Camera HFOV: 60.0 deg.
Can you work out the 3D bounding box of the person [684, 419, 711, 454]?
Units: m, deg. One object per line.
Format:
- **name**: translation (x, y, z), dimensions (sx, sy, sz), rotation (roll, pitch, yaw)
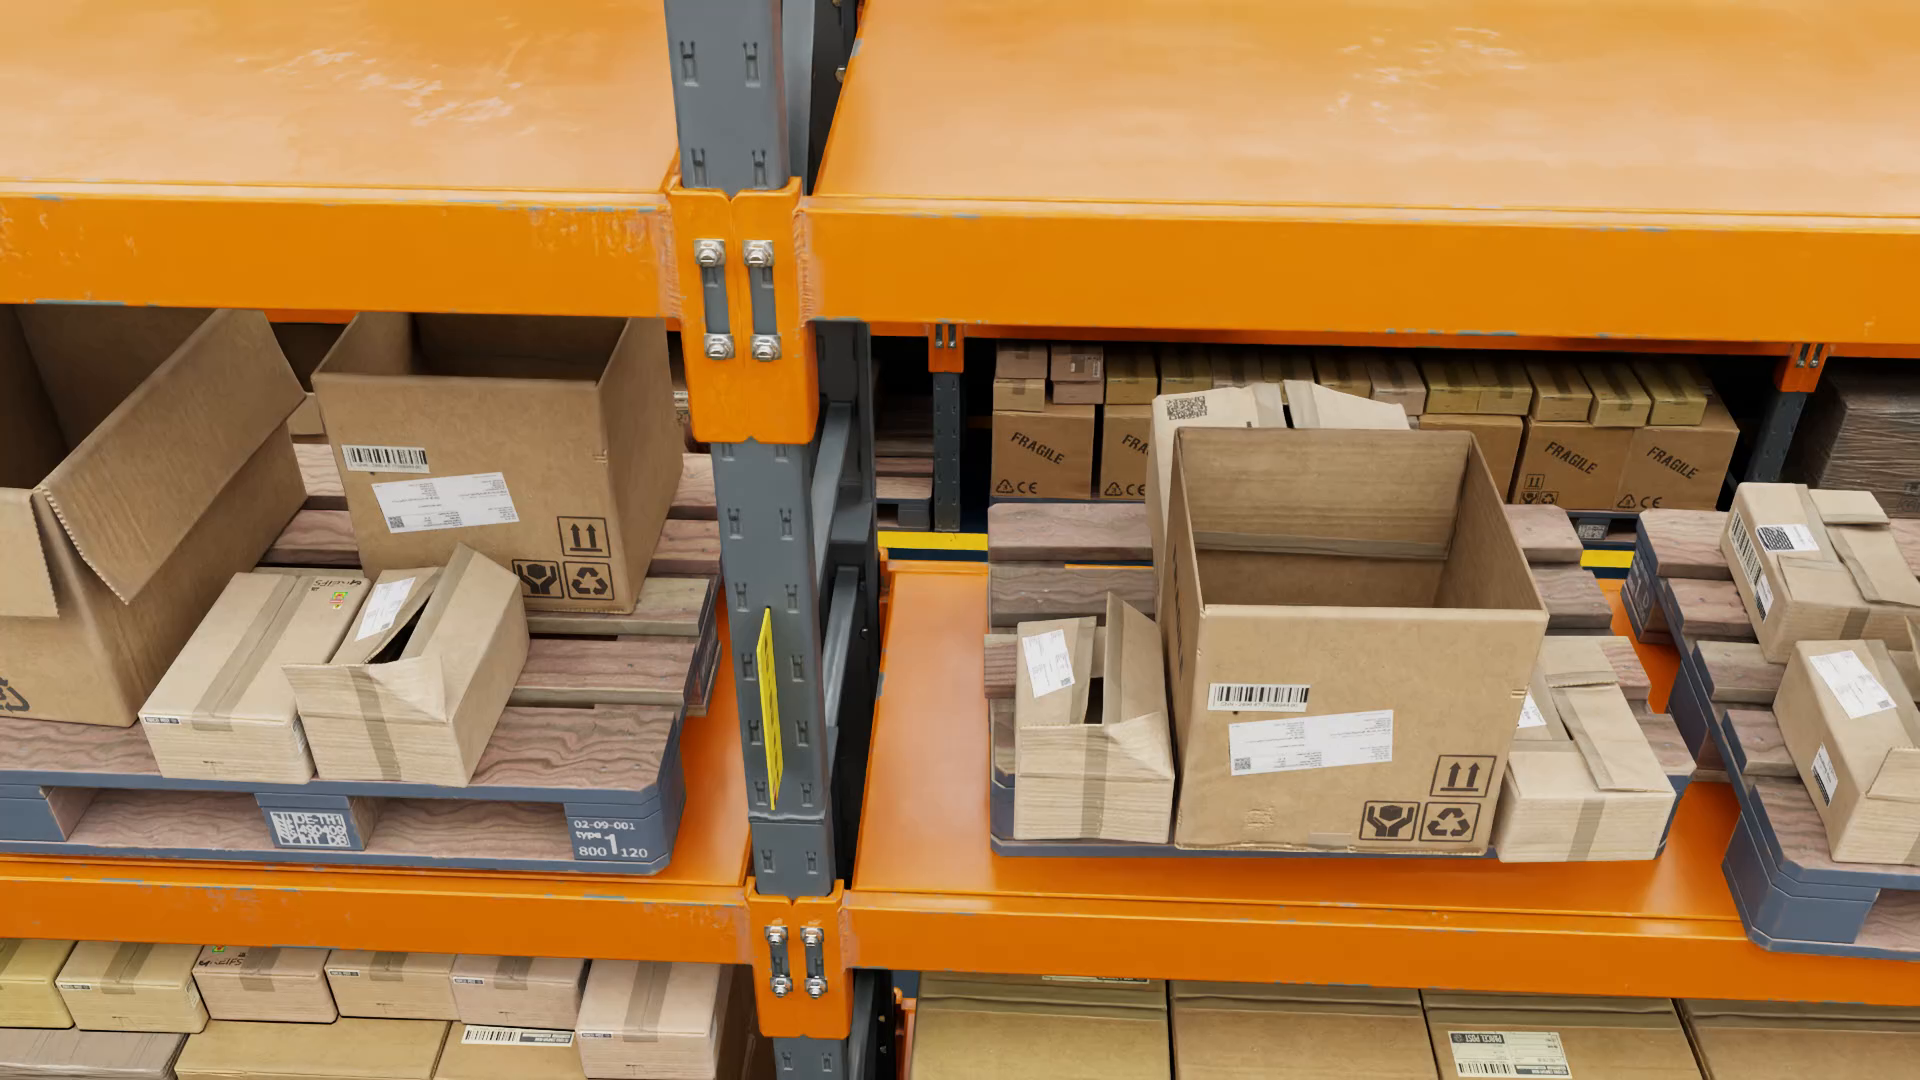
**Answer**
- **person**: translation (-0.787, 0.062, 7.028), dimensions (0.679, 1.555, 0.481), rotation (-12, 38, -16)
